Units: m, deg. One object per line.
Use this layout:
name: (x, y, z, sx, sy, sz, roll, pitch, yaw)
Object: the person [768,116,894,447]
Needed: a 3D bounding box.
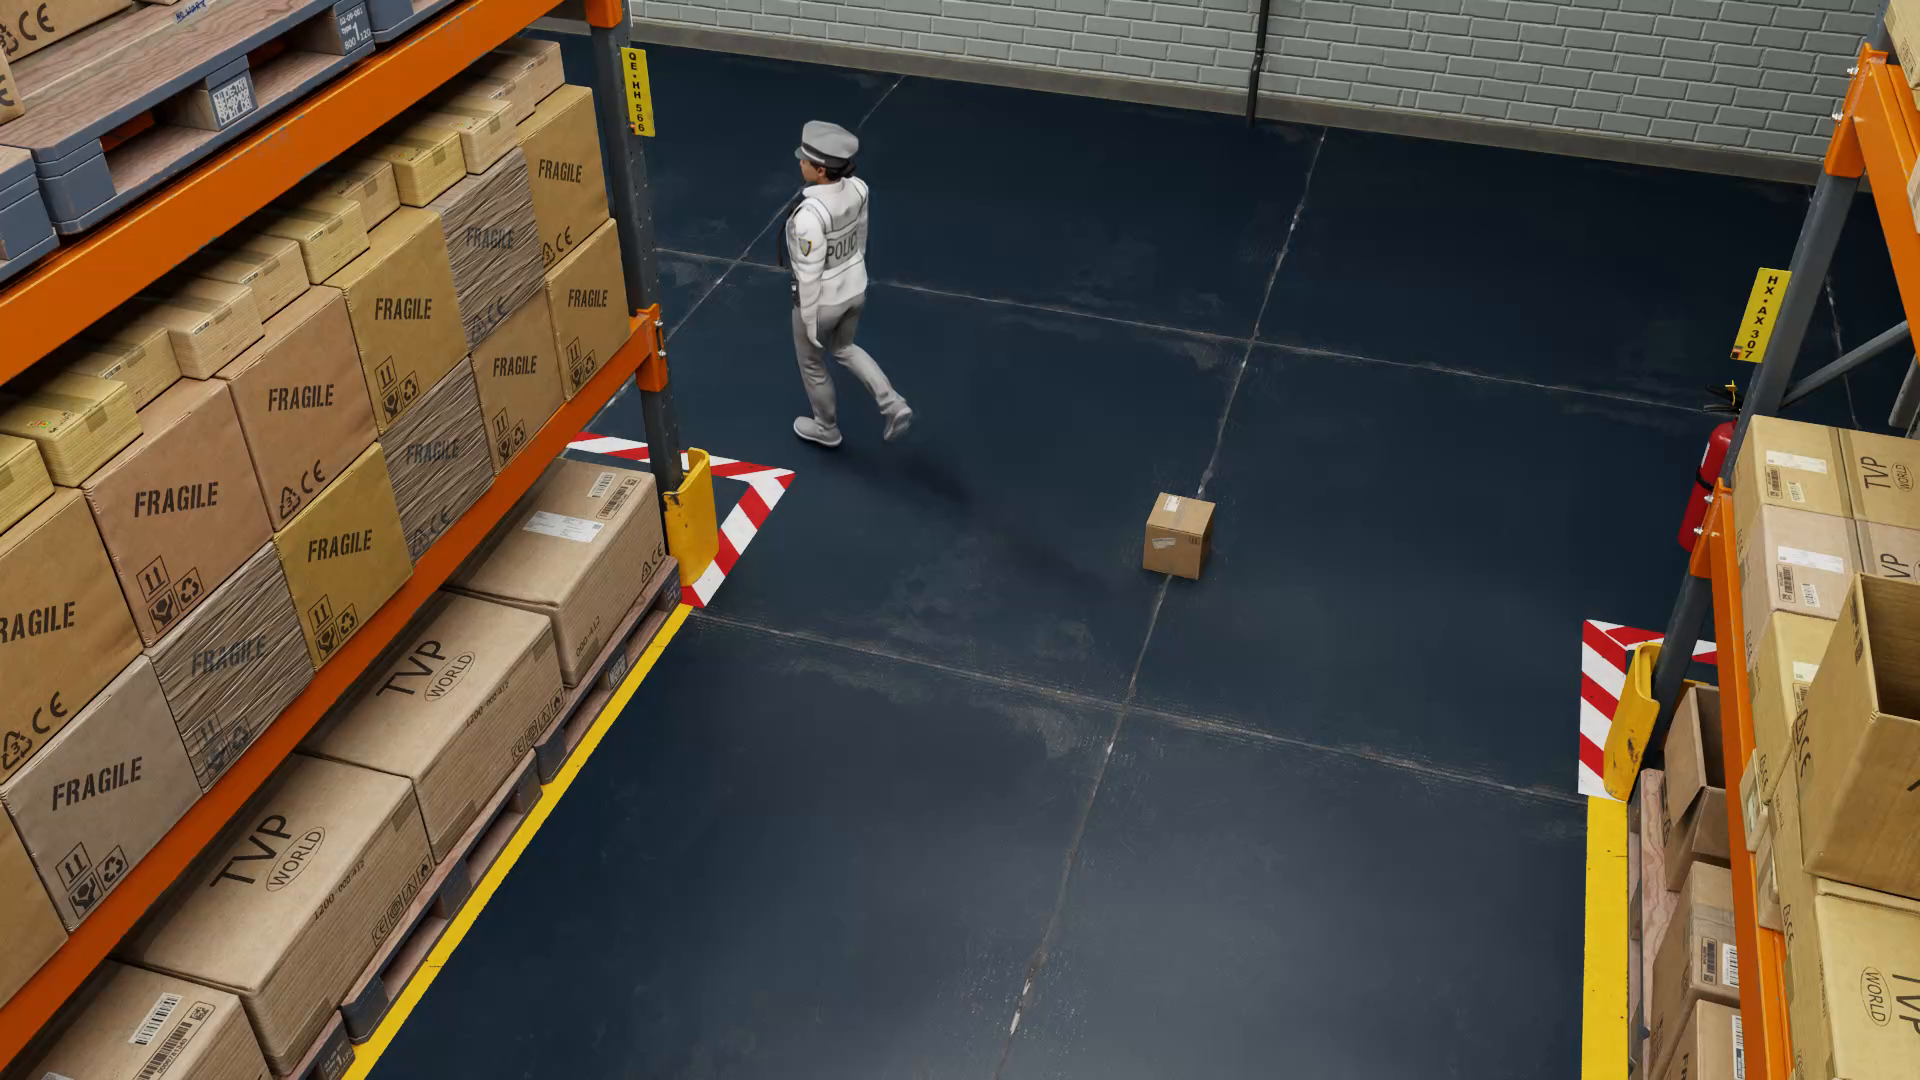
person: (-0.605, -1.120, 7.563, 0.543, 1.673, 0.512, 23, 43, 27)
